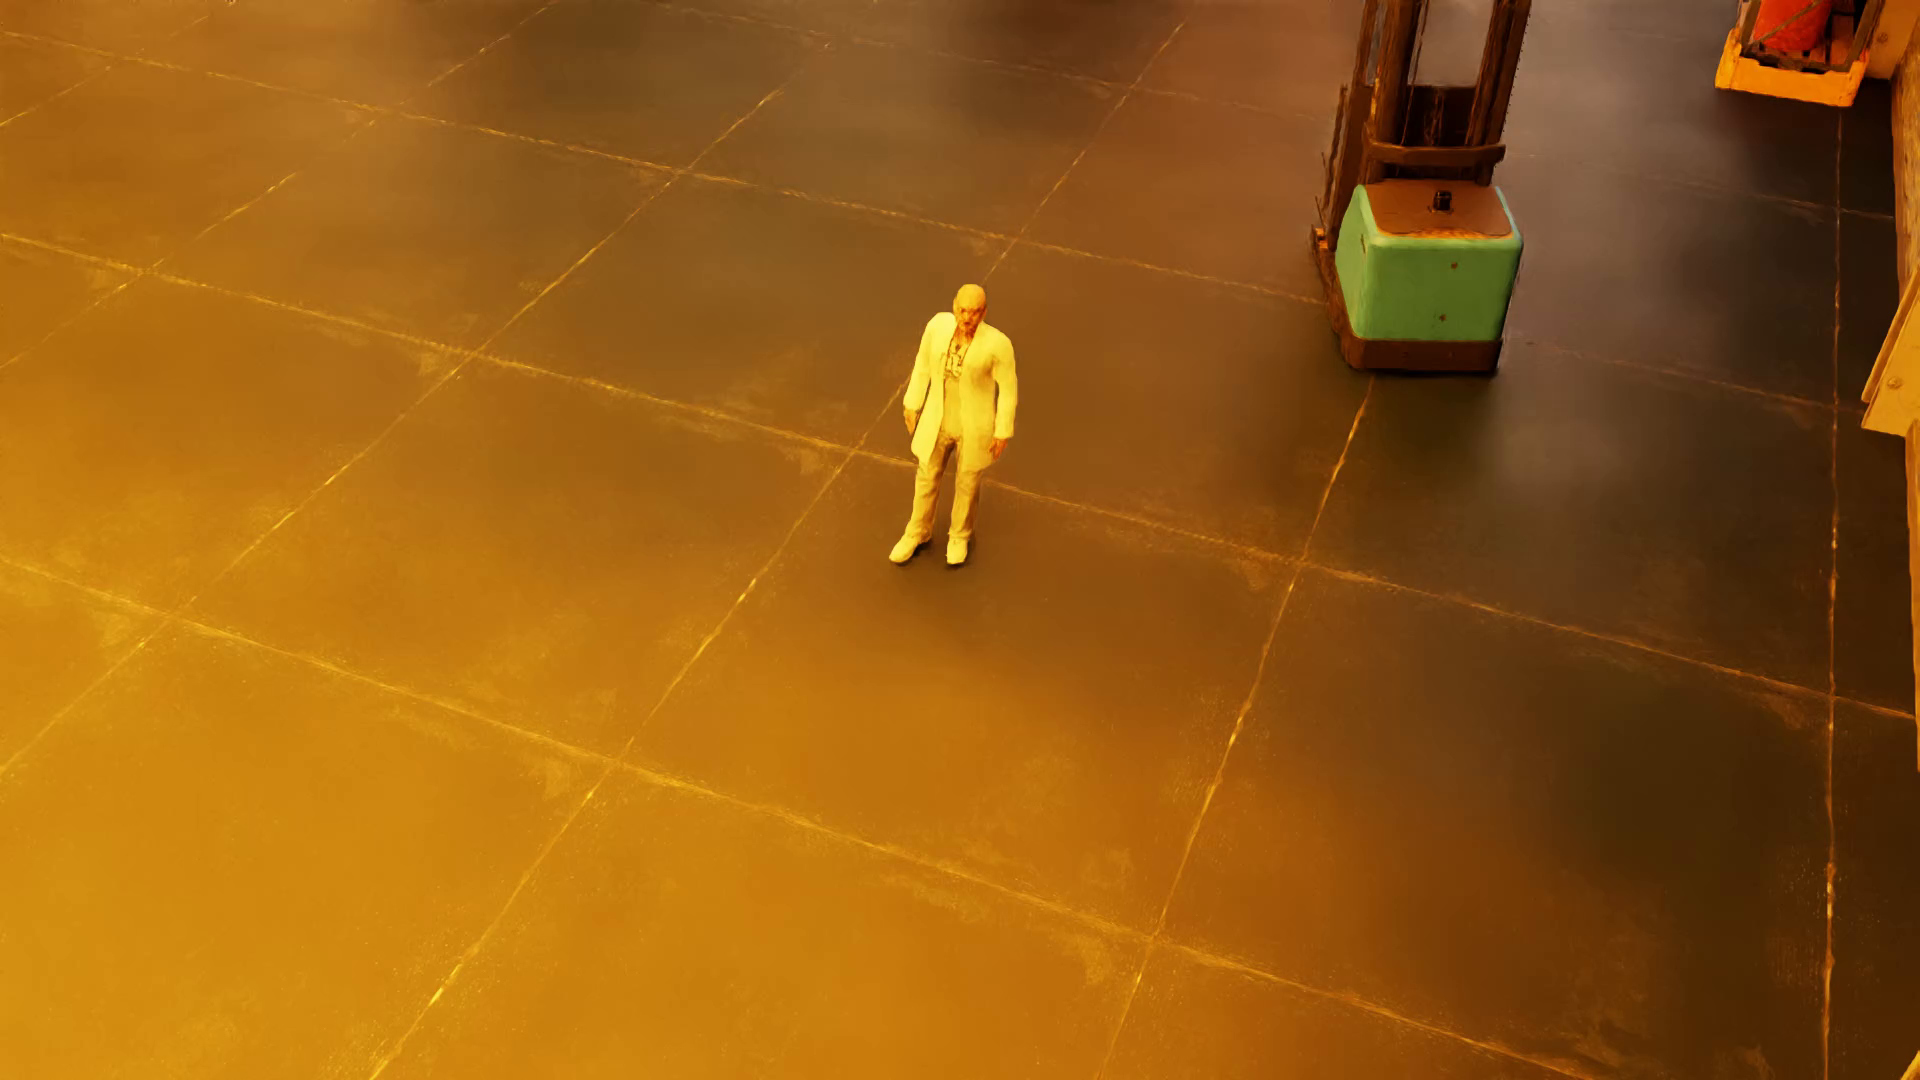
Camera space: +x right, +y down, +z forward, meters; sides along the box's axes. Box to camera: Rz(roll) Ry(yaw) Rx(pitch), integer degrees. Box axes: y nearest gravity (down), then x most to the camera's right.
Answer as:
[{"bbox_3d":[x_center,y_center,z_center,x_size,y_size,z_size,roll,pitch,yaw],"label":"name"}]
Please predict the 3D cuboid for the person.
[{"bbox_3d":[-0.043,-0.636,9.653,0.684,1.776,0.579,15,42,17],"label":"person"}]

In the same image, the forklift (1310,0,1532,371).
[{"bbox_3d":[3.295,-3.227,11.861,1.130,2.935,3.031,2,40,2],"label":"forklift"}]
